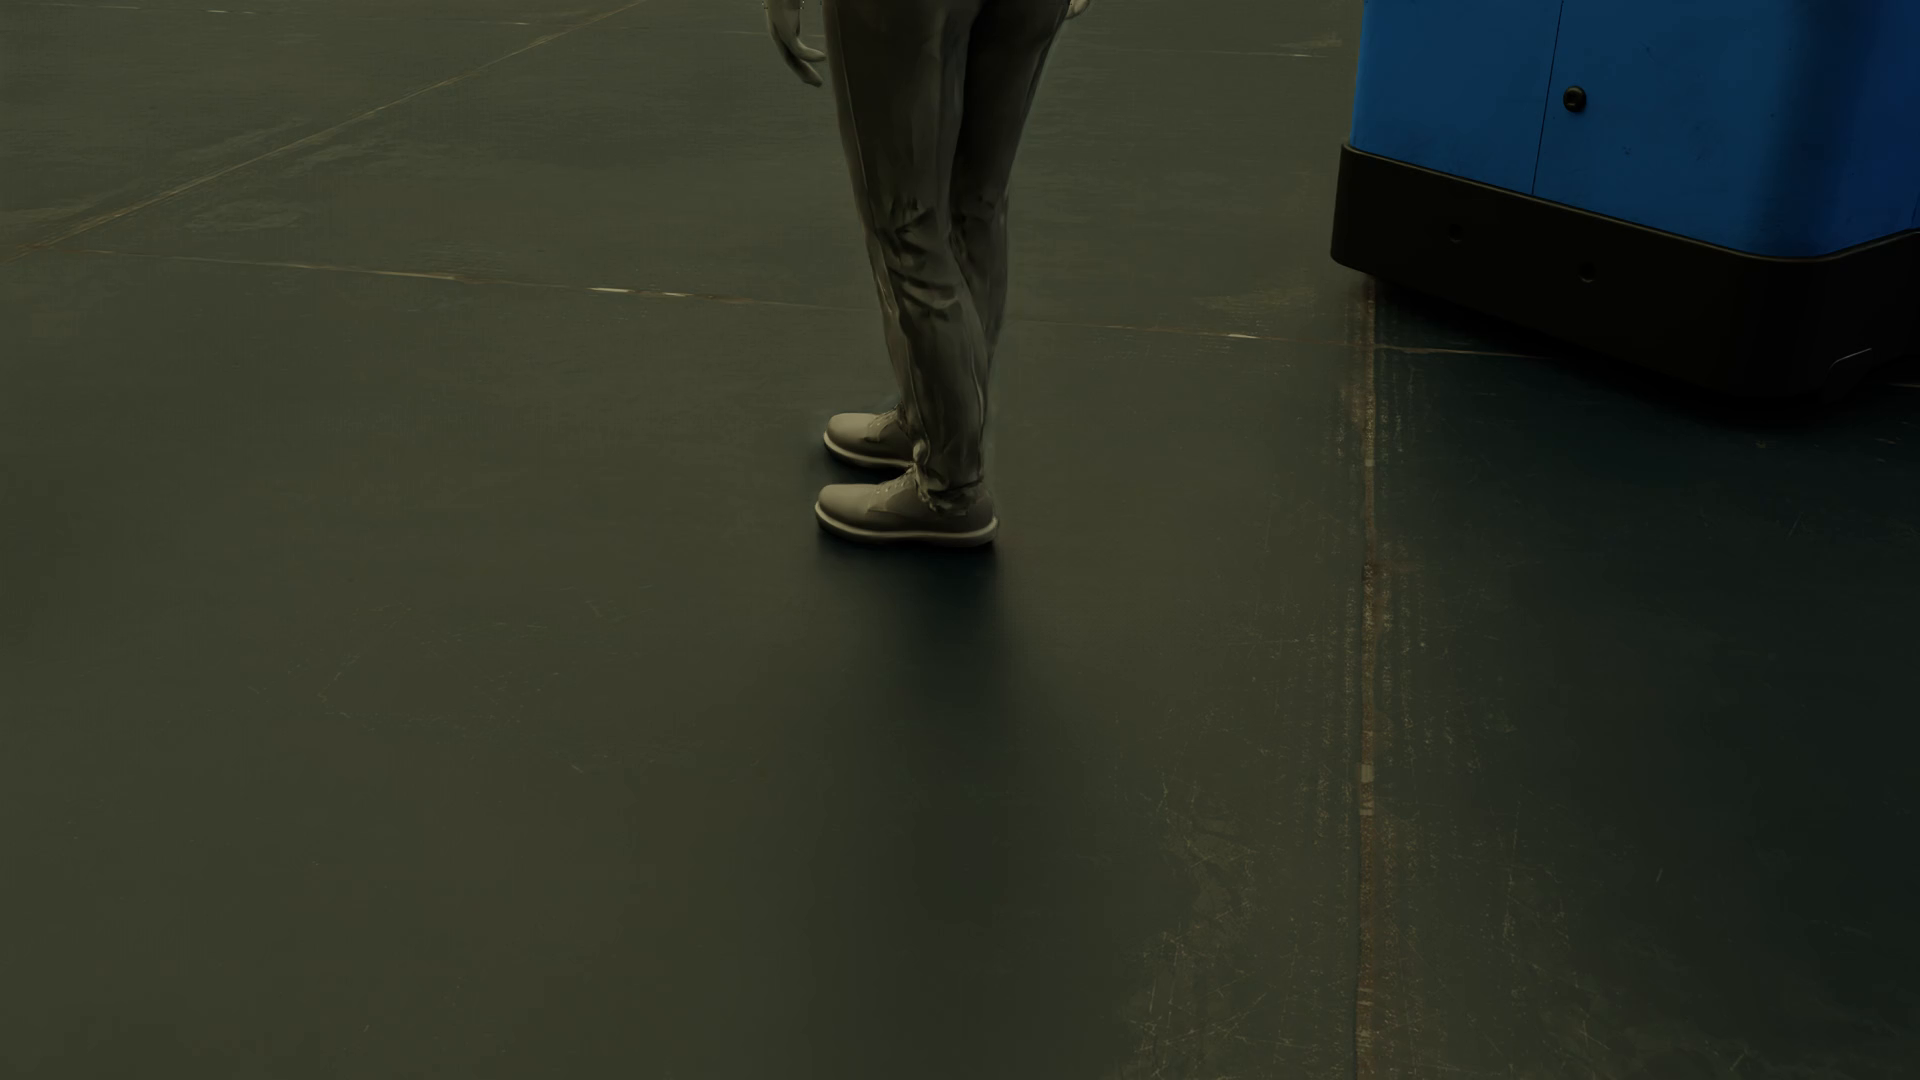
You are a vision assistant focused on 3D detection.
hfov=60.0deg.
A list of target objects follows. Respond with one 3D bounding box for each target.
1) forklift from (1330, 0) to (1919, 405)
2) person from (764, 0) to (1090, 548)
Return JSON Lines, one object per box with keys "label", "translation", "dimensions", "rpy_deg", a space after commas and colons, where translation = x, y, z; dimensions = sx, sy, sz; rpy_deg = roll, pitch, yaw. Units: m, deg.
{"label": "forklift", "translation": [2.288, -2.048, 3.305], "dimensions": [3.031, 2.935, 1.130], "rpy_deg": [-17, 32, -31]}
{"label": "person", "translation": [-0.071, -0.803, 2.211], "dimensions": [0.581, 1.691, 0.587], "rpy_deg": [-18, 32, -31]}
